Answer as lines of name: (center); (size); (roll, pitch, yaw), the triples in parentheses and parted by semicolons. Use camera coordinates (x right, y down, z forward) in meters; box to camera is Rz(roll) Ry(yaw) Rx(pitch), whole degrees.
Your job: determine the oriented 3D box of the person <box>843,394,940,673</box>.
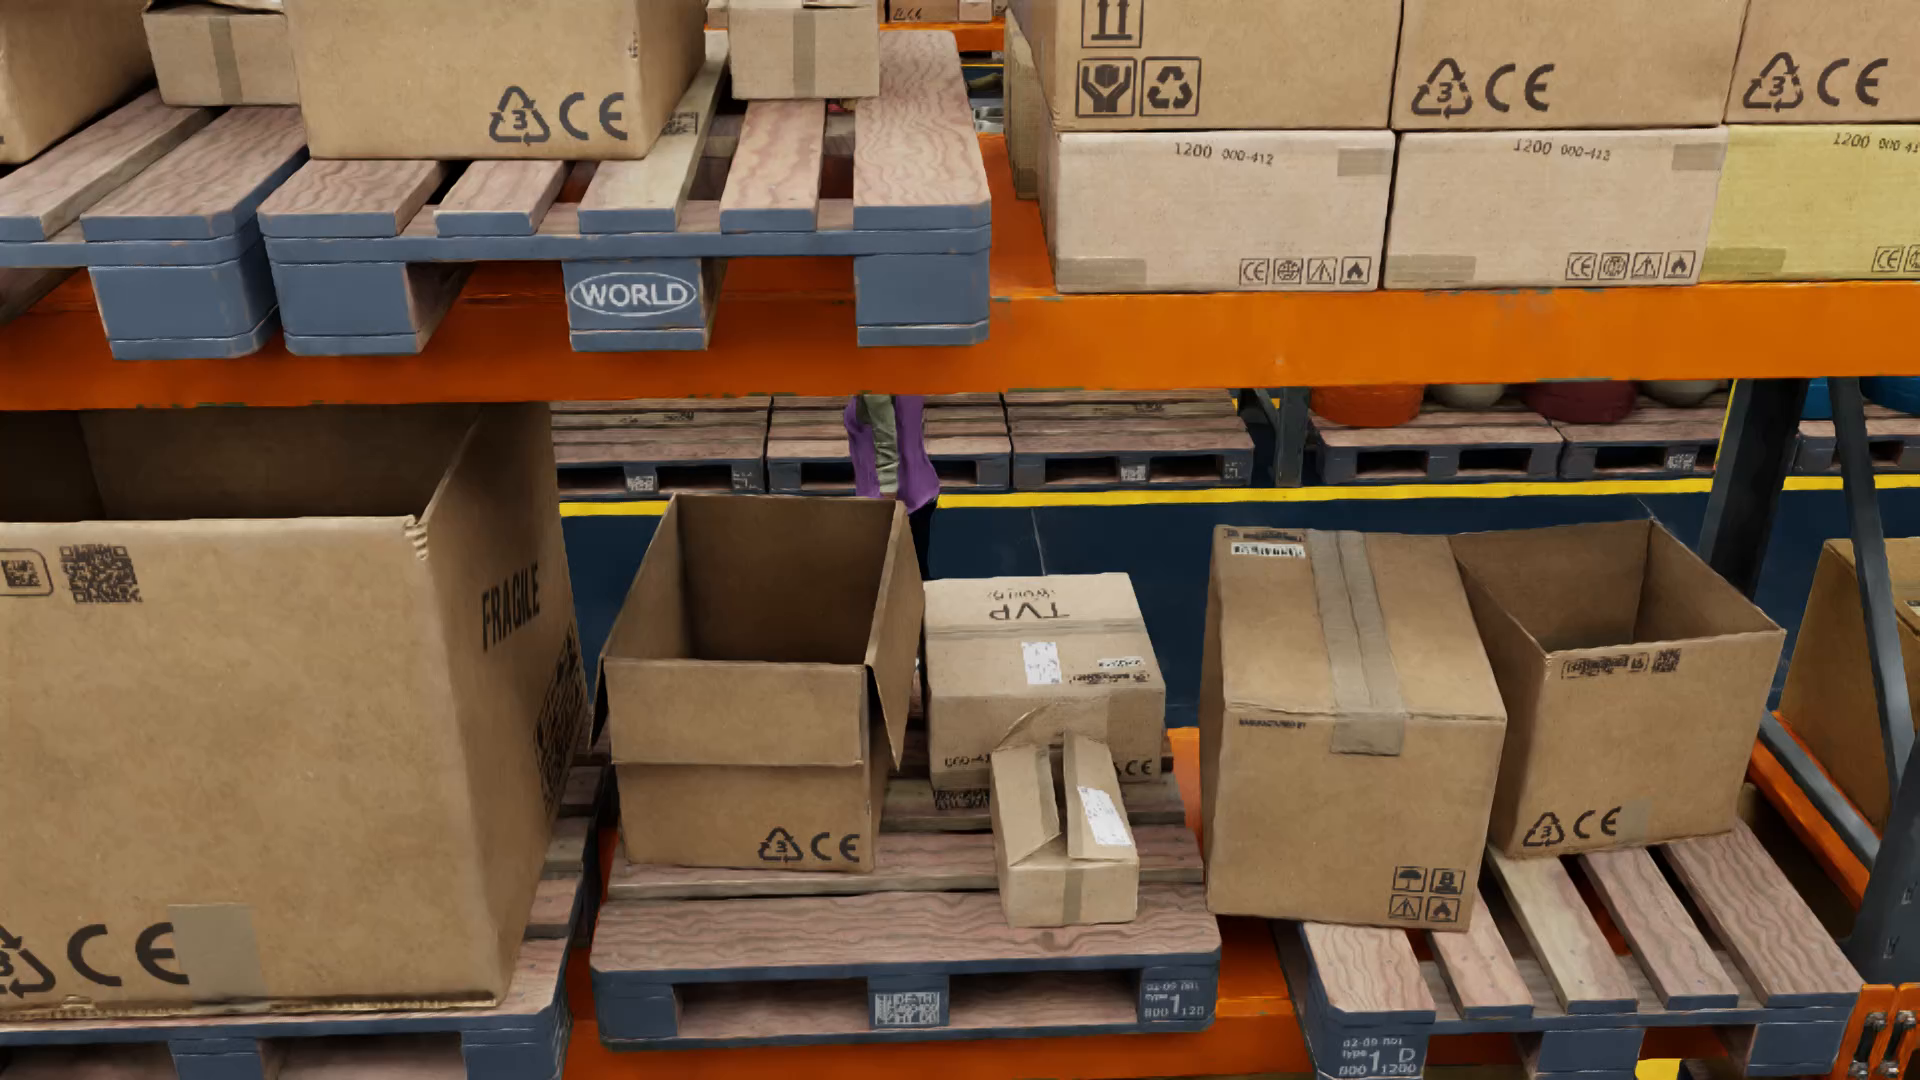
person: (-0.235, -0.133, 6.388); (0.461, 1.549, 0.445); (13, 31, 23)
